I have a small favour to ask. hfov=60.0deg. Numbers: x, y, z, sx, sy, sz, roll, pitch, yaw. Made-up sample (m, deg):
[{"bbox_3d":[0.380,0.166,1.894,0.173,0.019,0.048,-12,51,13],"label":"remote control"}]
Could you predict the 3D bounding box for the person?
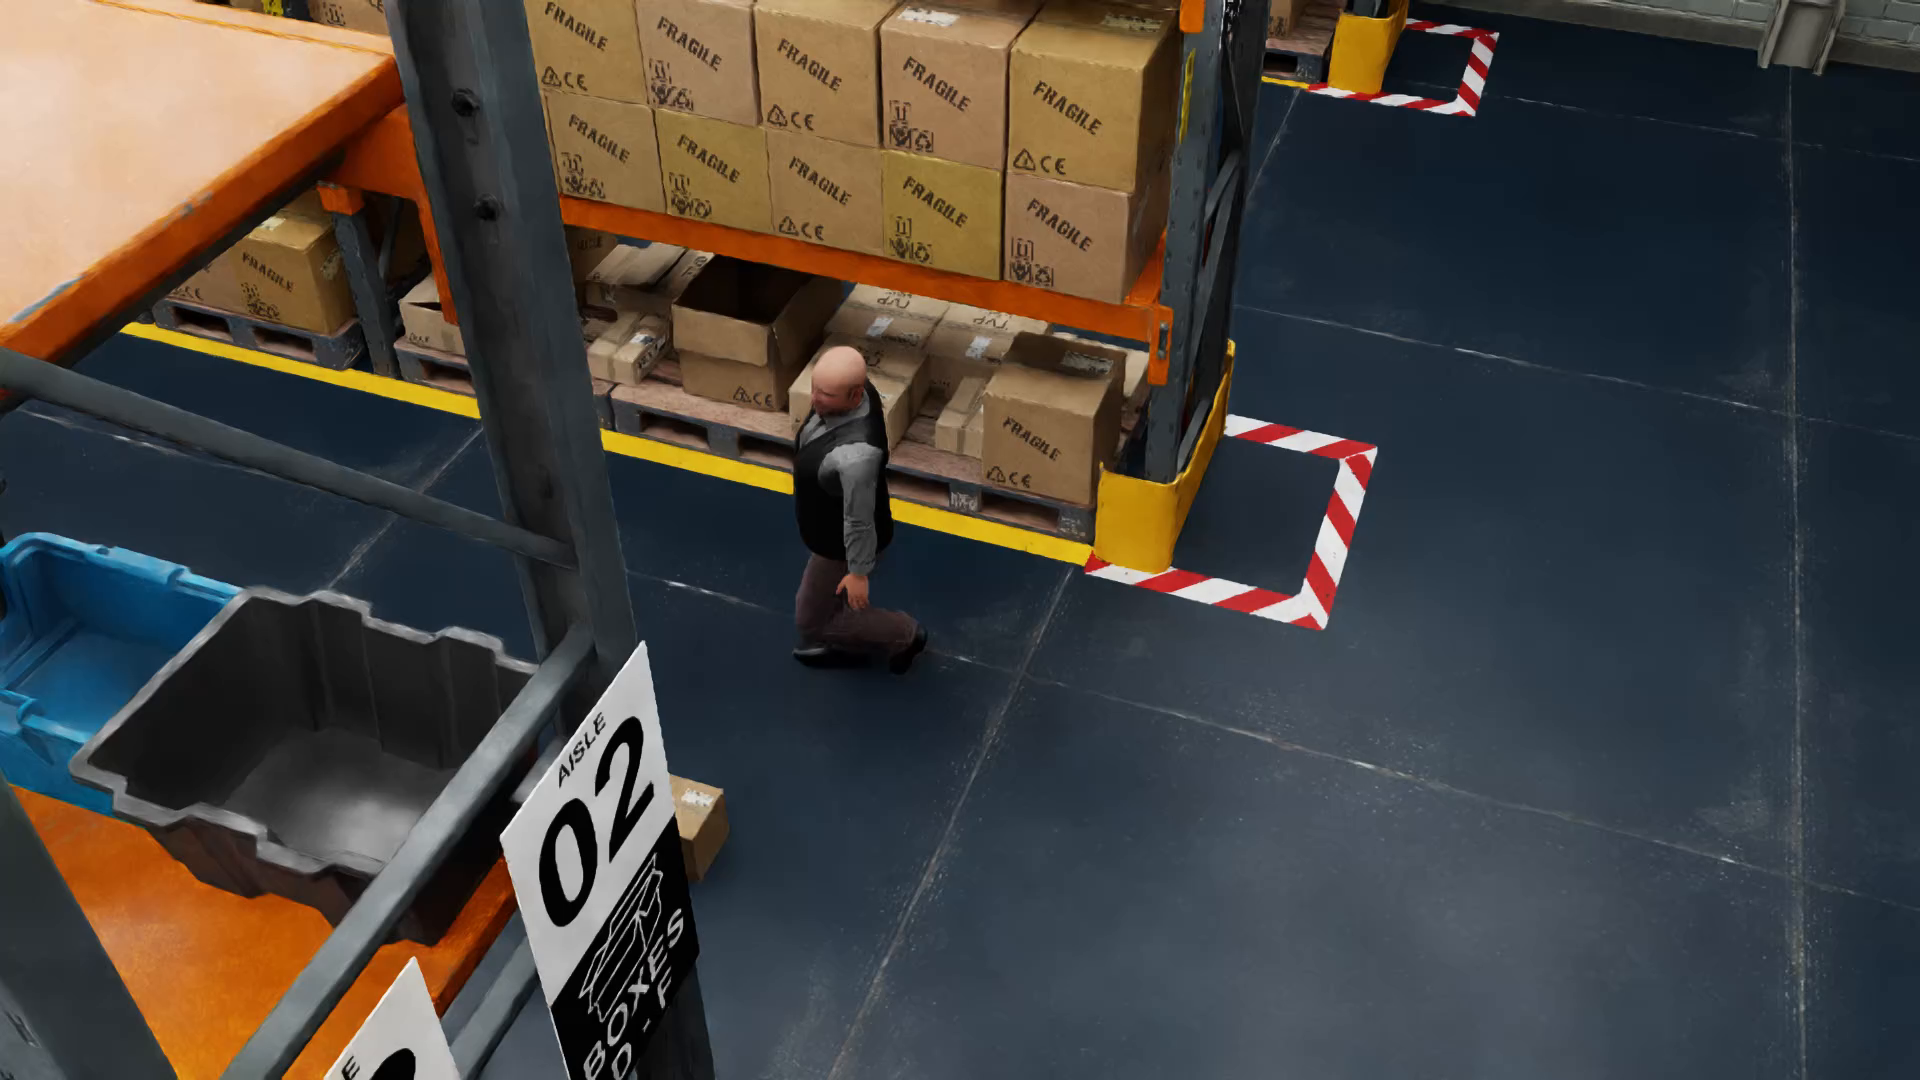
[{"bbox_3d":[-0.401,-0.054,6.227,0.538,1.701,0.633,-5,42,-6],"label":"person"}]
